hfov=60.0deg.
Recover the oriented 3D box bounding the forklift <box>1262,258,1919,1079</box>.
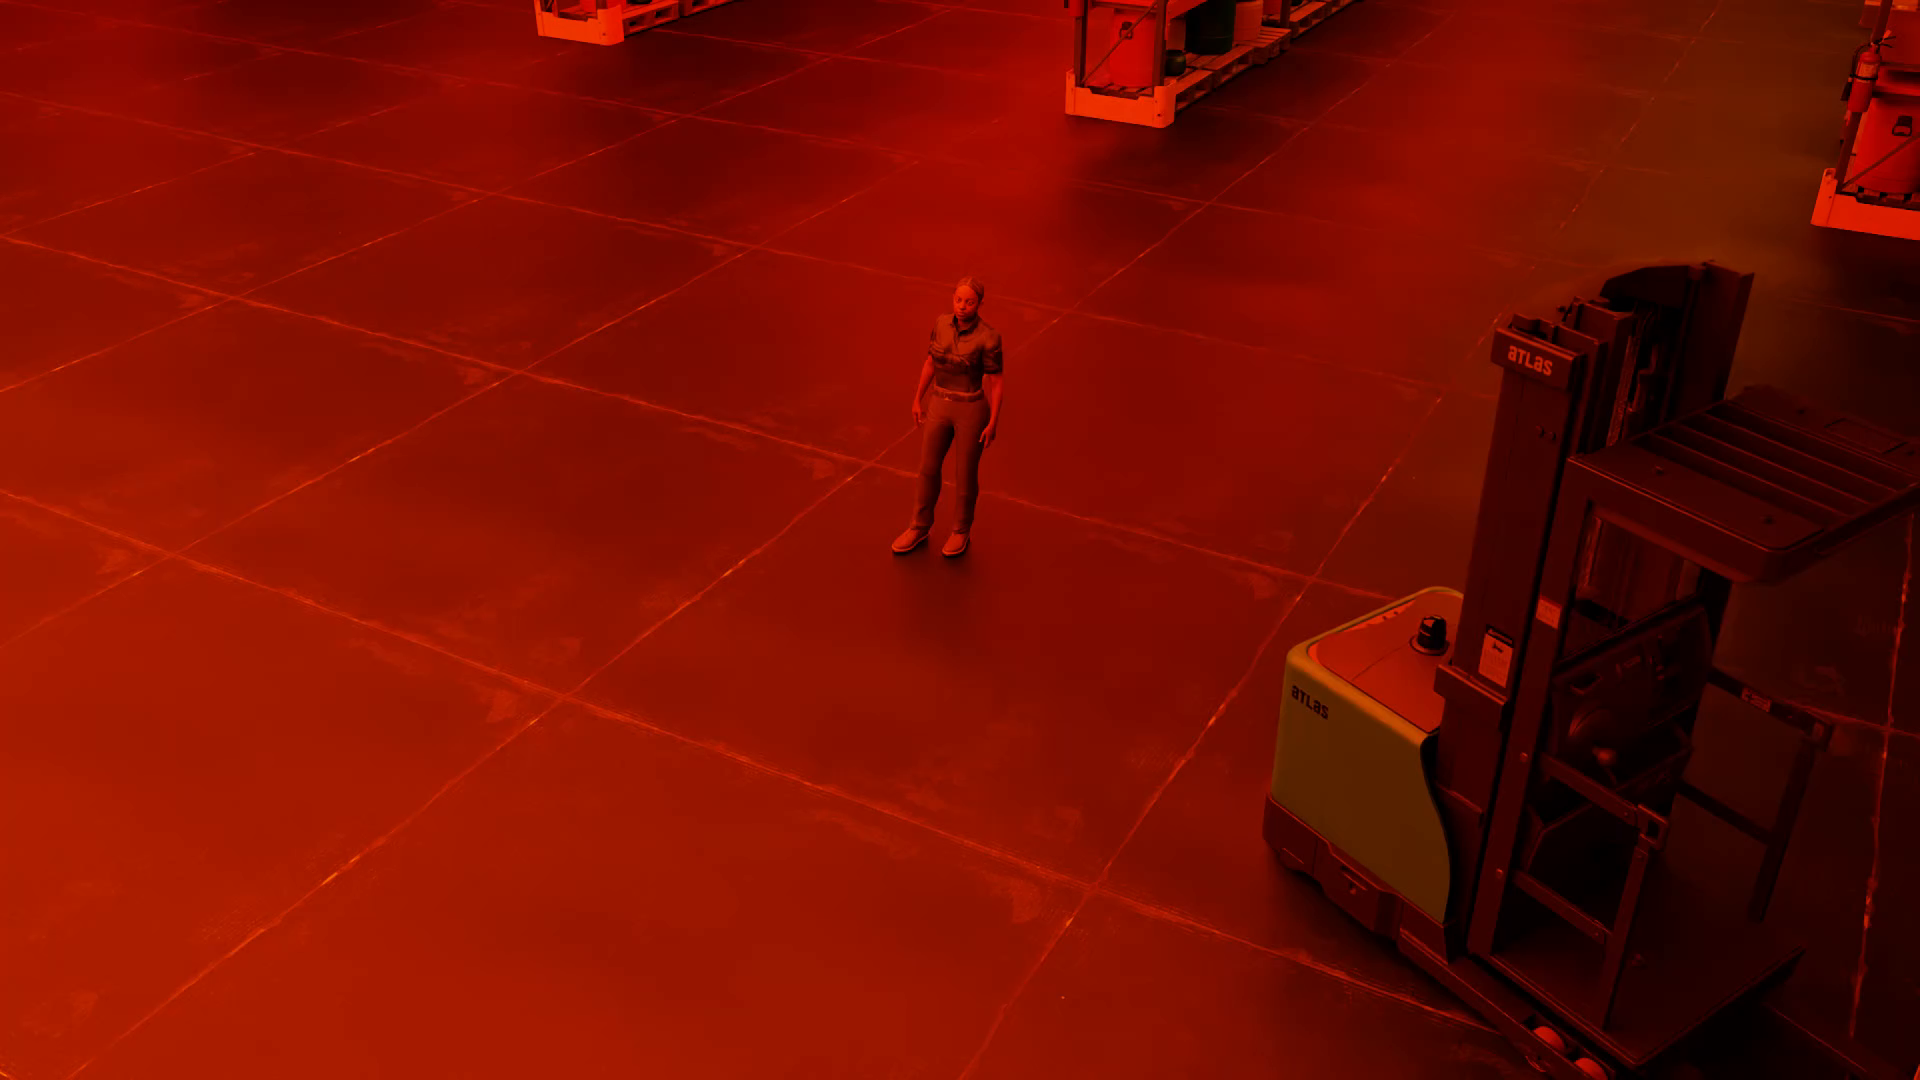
[{"bbox_3d":[2.622,0.590,6.048,1.130,2.935,3.031,-19,35,-30],"label":"forklift"}]

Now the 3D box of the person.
[{"bbox_3d":[-0.059,-0.689,9.527,0.570,1.656,0.503,15,33,25],"label":"person"}]
